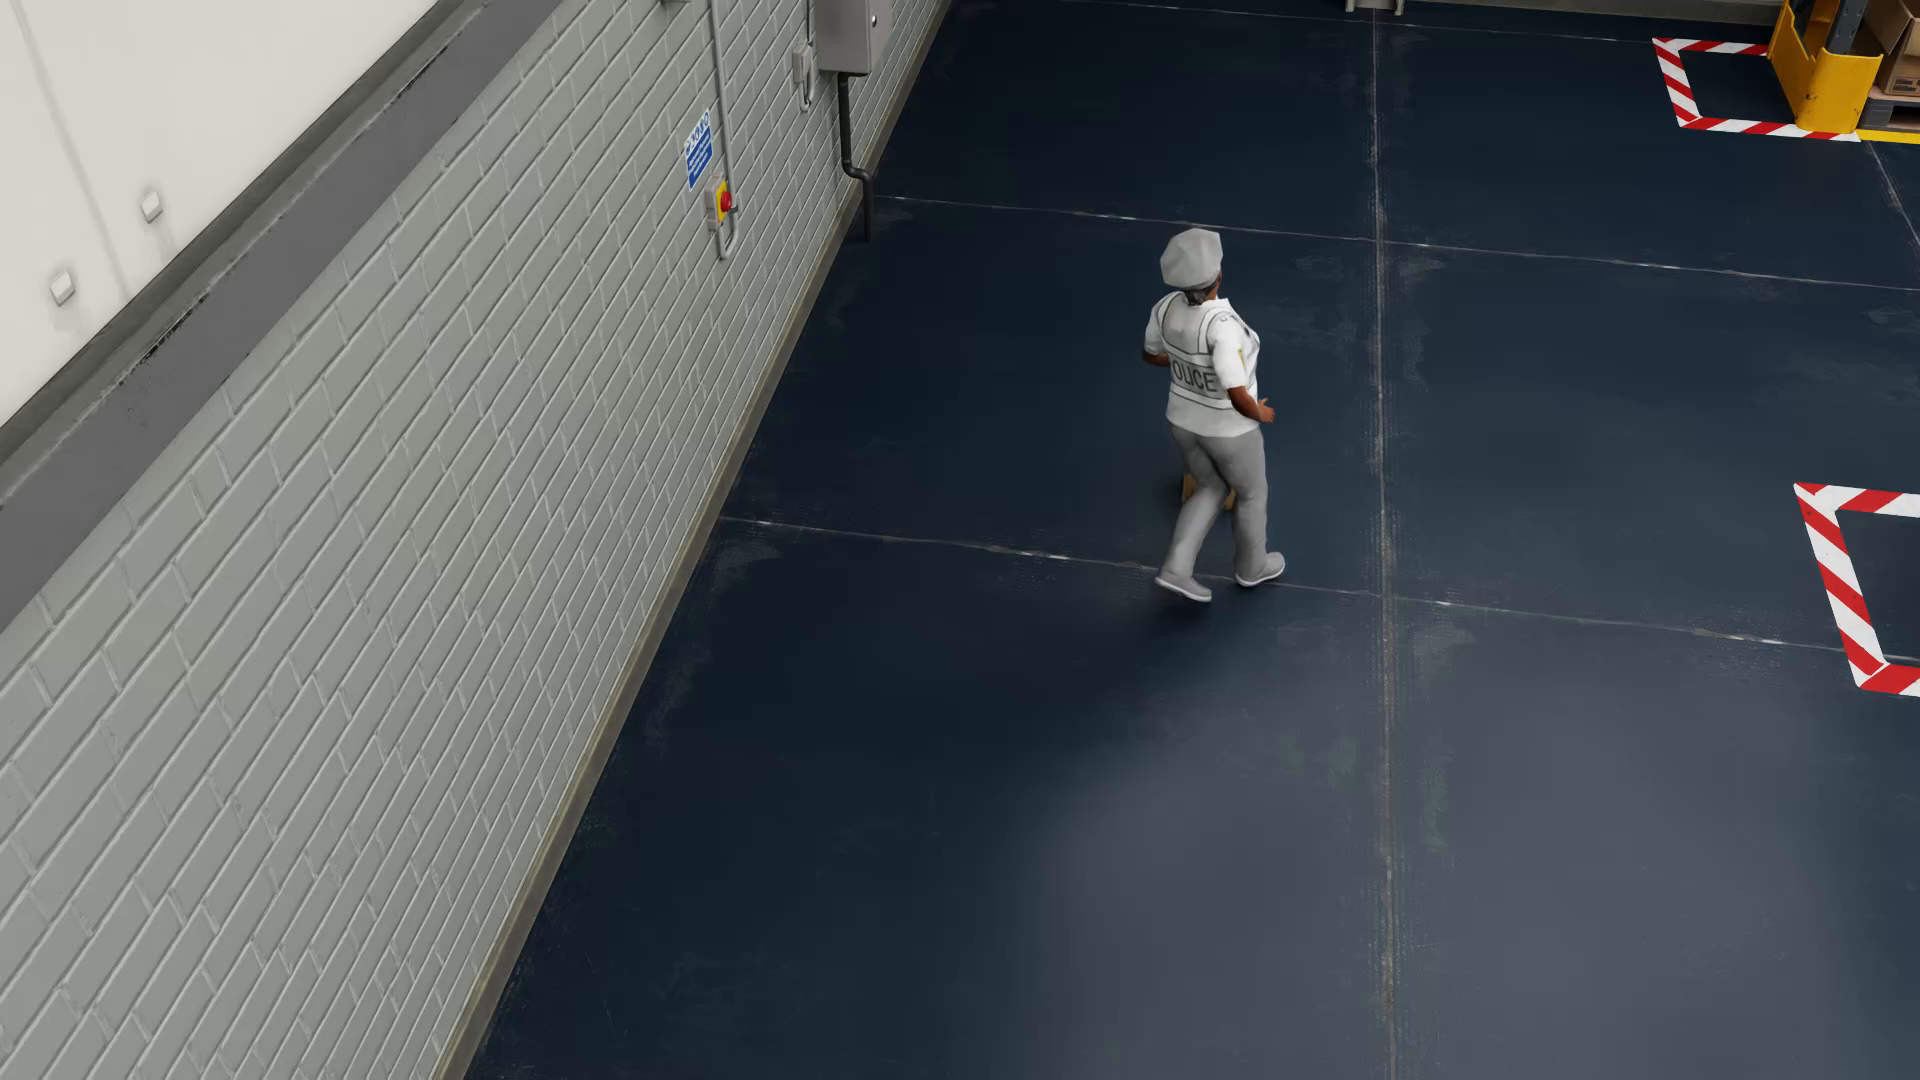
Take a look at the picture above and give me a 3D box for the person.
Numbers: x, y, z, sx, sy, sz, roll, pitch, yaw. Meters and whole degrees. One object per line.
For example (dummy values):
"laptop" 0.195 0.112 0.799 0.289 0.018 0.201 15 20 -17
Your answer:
"person" 1.015 -0.502 6.738 0.672 1.671 0.606 -32 50 -31
